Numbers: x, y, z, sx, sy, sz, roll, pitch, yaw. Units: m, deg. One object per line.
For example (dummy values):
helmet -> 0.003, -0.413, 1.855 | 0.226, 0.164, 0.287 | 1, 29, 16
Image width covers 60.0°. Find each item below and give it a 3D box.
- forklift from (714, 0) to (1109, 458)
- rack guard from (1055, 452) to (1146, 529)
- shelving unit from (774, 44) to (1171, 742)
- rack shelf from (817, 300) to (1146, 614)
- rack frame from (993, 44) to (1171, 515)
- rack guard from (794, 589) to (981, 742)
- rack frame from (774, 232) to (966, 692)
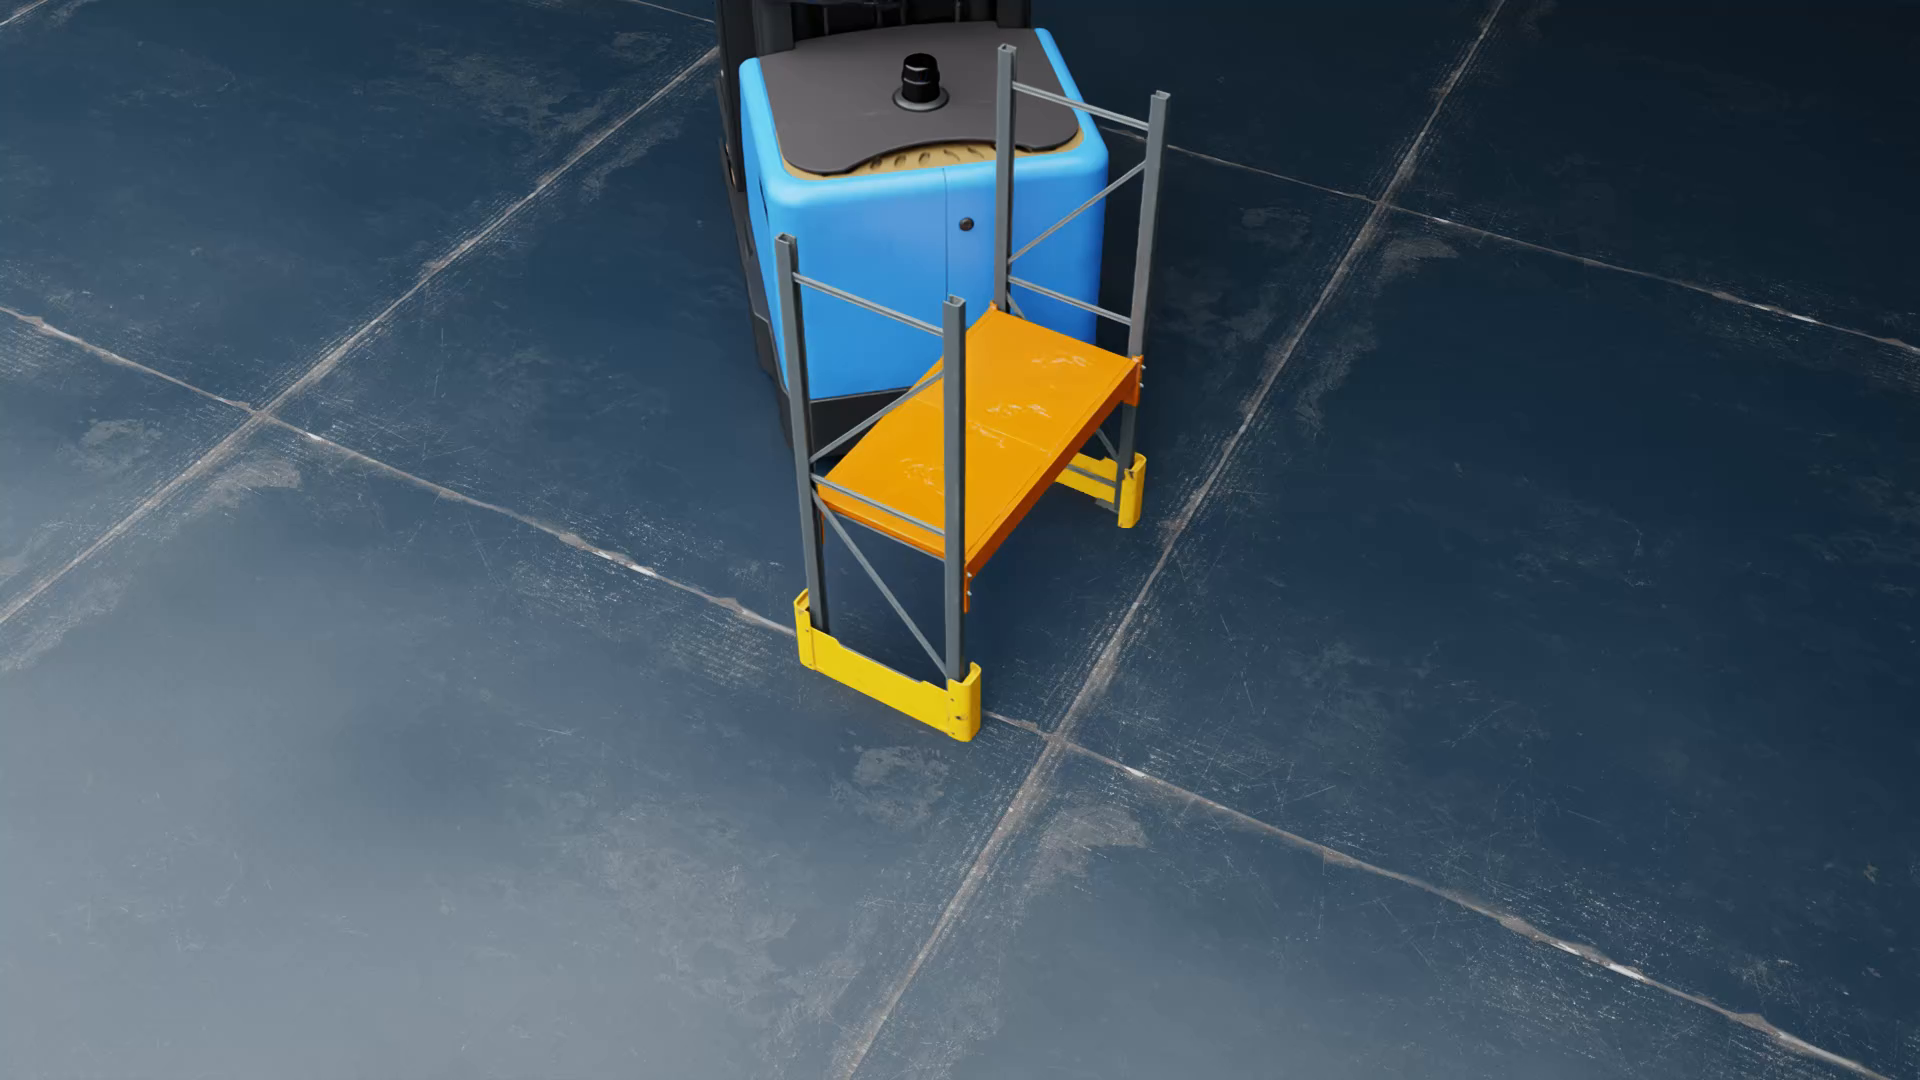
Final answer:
forklift -> -0.345, -2.363, 5.525 | 1.130, 2.935, 3.031 | -8, 46, -8
rack guard -> 0.312, -0.251, 5.322 | 0.587, 0.250, 0.087 | 23, 50, 21
shelving unit -> 0.053, -0.388, 4.579 | 0.587, 1.500, 1.083 | 23, 50, 21
rack shelf -> 0.057, -0.267, 4.712 | 0.538, 0.185, 1.000 | 23, 50, 21
rack frame -> 0.322, -0.702, 4.889 | 0.500, 1.500, 0.032 | 23, 50, 21
rack guard -> -0.207, 0.354, 4.724 | 0.587, 0.250, 0.087 | 23, 50, 21
rack frame -> -0.208, -0.085, 4.279 | 0.500, 1.500, 0.032 | 23, 50, 21
